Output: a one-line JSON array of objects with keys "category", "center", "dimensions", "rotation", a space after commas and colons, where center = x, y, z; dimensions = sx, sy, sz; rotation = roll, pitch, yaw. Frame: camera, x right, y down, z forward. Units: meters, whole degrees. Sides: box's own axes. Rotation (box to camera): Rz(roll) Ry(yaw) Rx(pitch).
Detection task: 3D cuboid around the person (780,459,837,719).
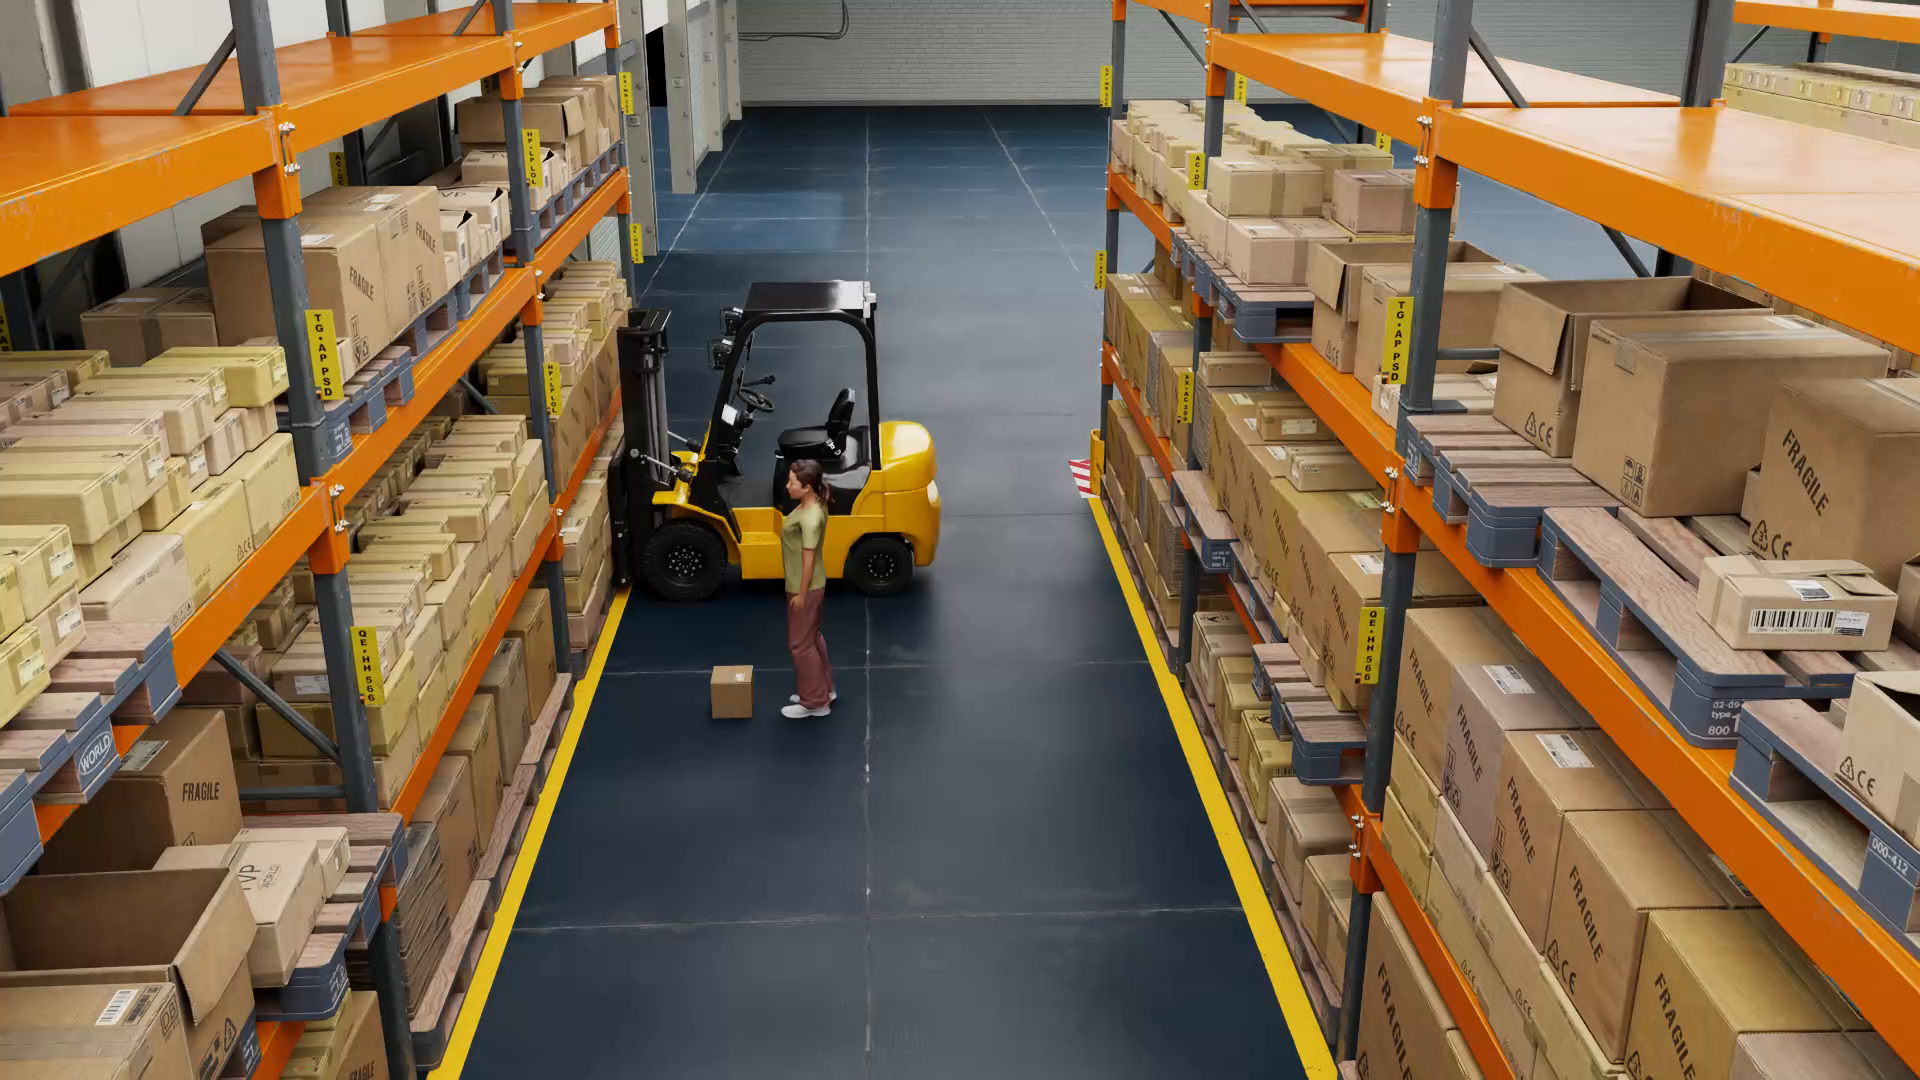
[{"category": "person", "center": [-0.944, 0.306, 10.303], "dimensions": [0.373, 1.689, 0.443], "rotation": [-1, 20, -2]}]
